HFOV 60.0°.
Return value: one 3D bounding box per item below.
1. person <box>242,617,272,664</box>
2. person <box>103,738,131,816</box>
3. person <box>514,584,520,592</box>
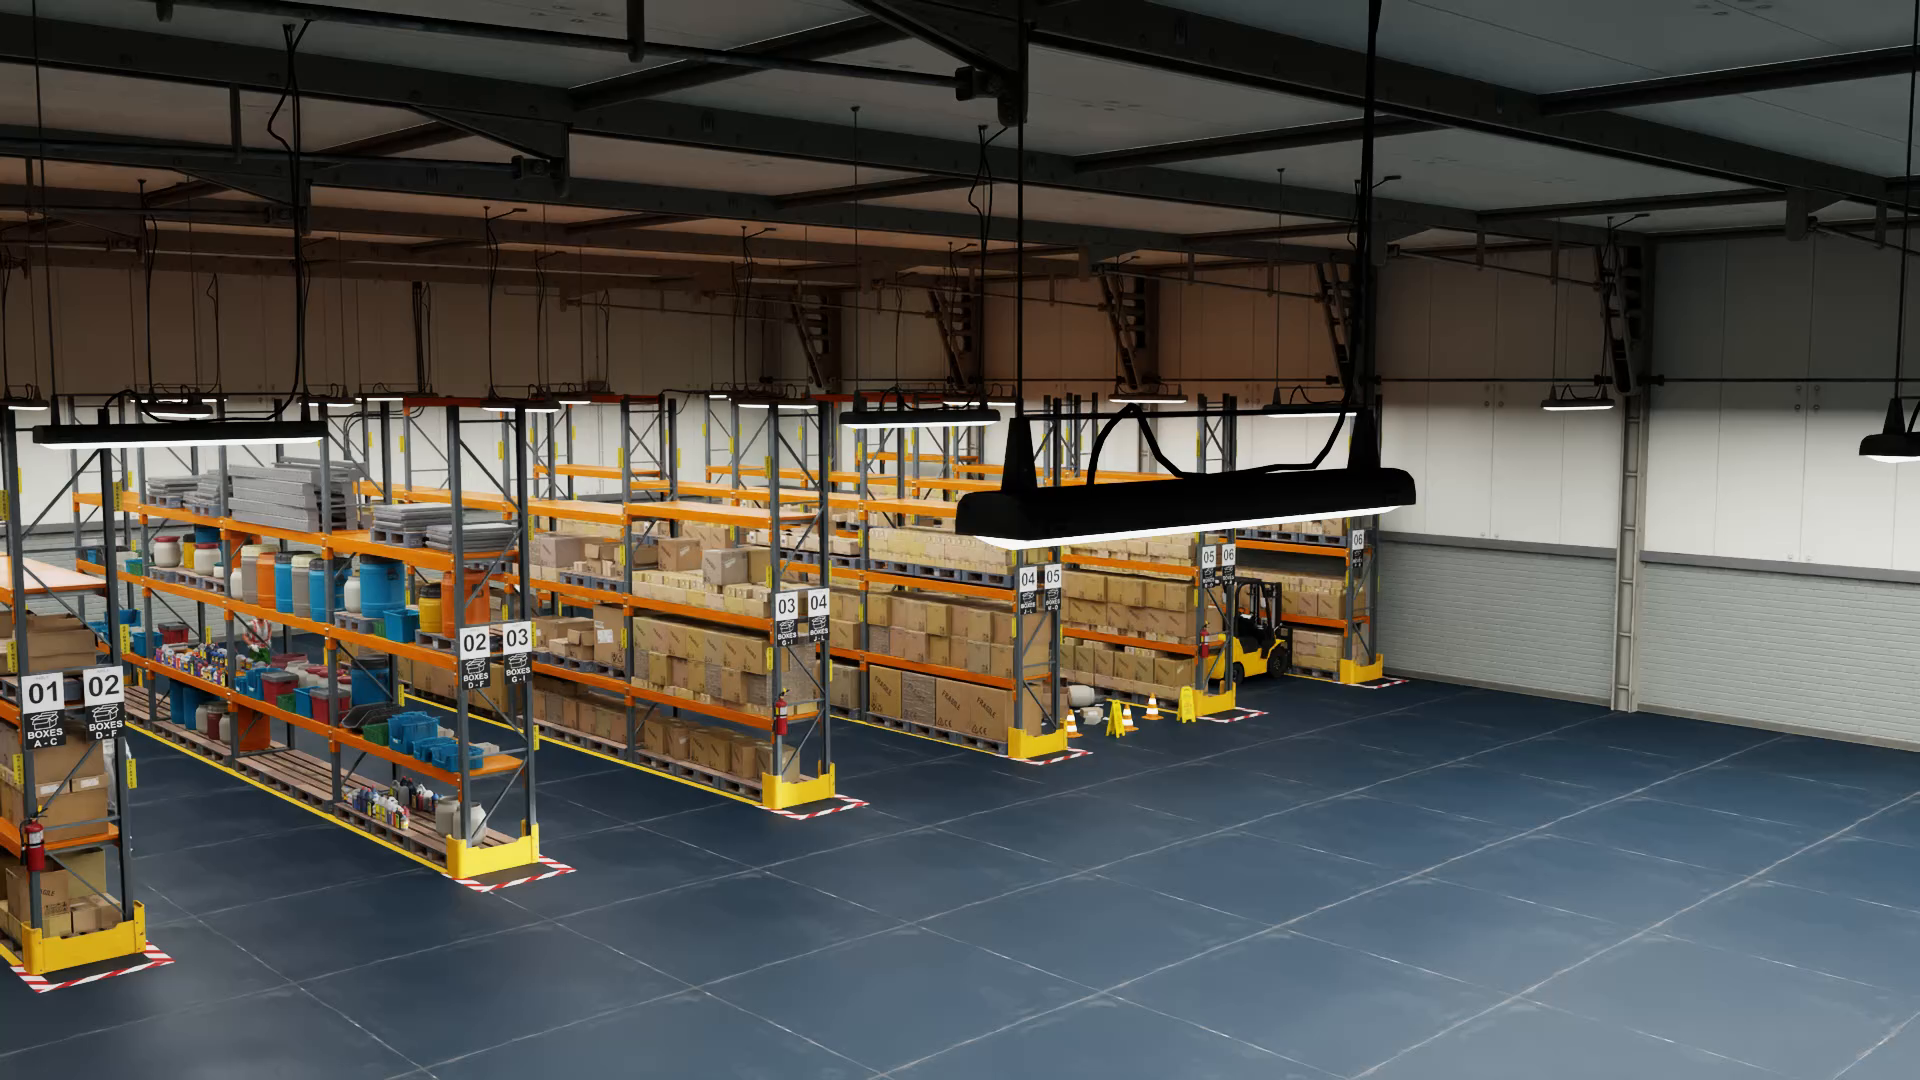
[{"bbox_3d":[-14.420,2.200,34.140,0.635,1.684,0.636,-4,7,-36],"label":"person"},{"bbox_3d":[-12.317,3.173,24.216,0.669,1.696,0.512,2,6,24],"label":"person"},{"bbox_3d":[-10.767,1.645,40.165,0.464,1.584,1.048,3,6,27],"label":"person"}]
